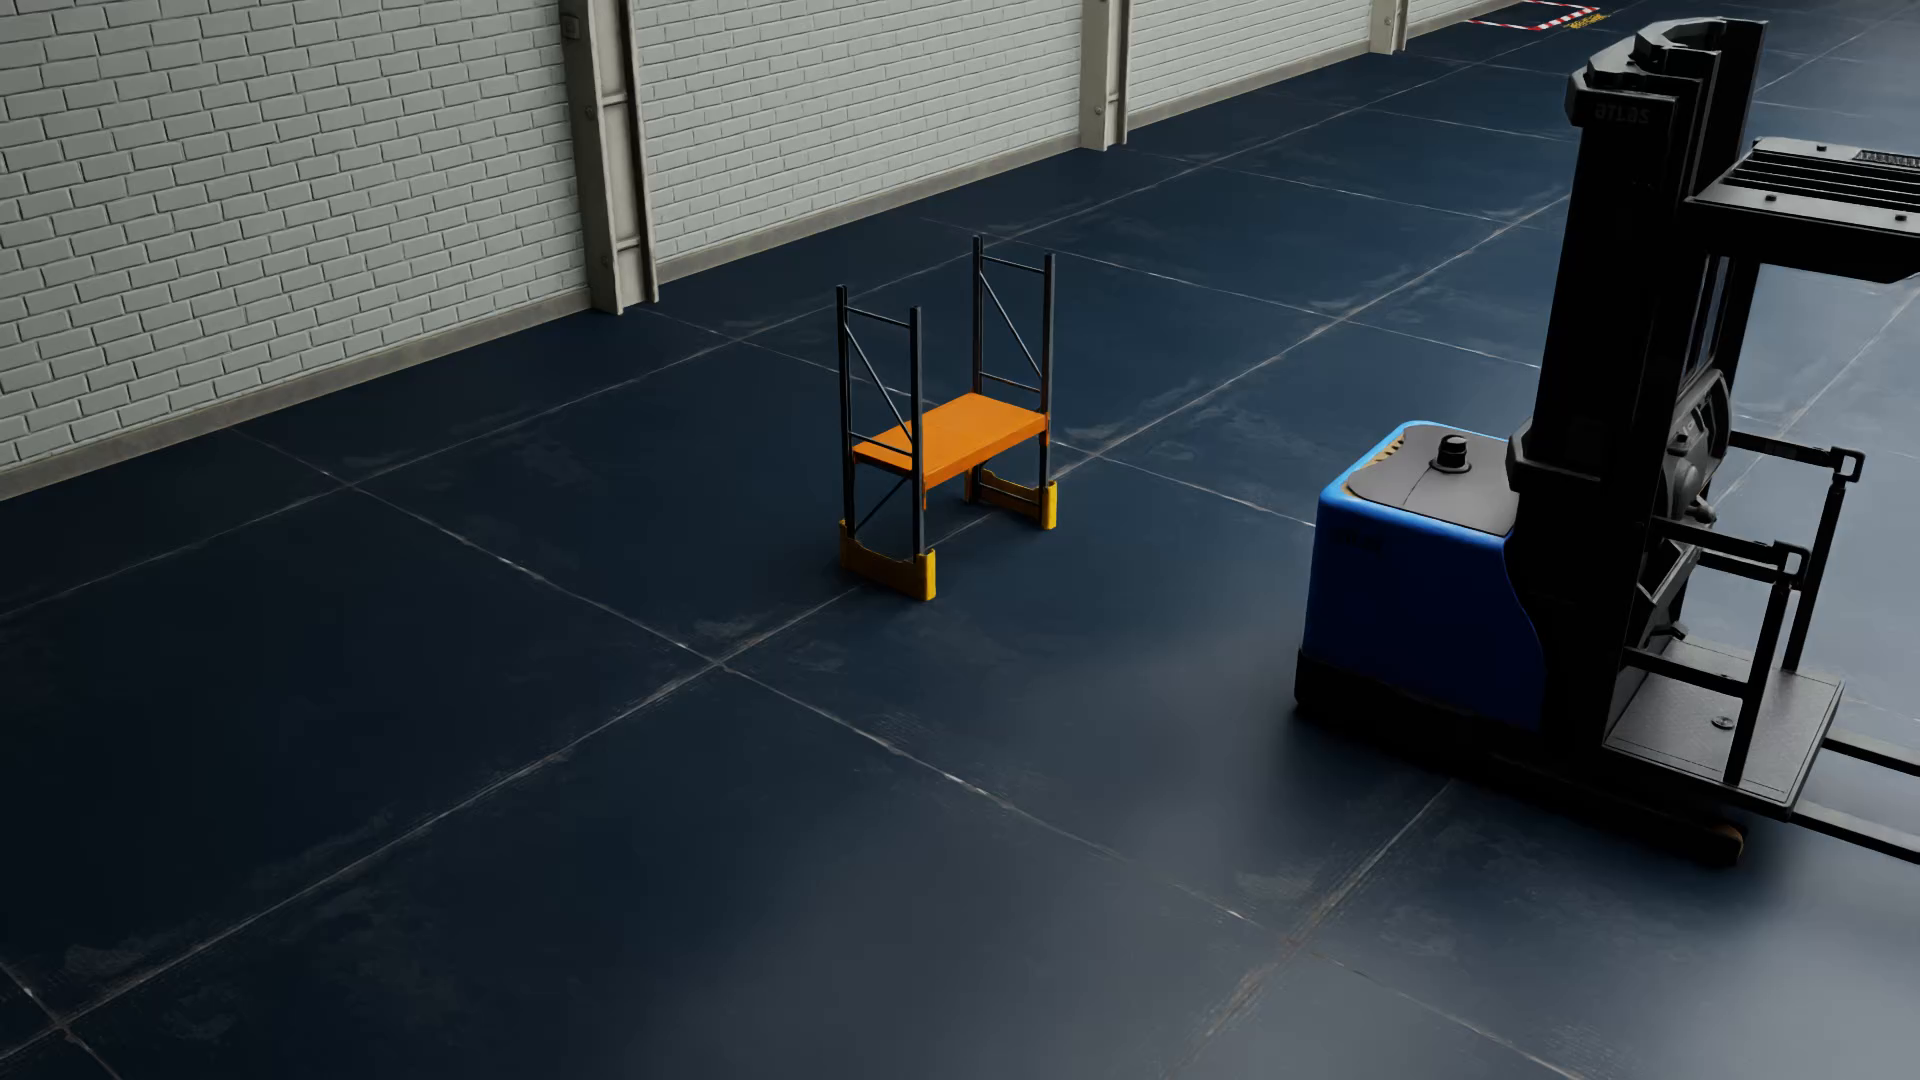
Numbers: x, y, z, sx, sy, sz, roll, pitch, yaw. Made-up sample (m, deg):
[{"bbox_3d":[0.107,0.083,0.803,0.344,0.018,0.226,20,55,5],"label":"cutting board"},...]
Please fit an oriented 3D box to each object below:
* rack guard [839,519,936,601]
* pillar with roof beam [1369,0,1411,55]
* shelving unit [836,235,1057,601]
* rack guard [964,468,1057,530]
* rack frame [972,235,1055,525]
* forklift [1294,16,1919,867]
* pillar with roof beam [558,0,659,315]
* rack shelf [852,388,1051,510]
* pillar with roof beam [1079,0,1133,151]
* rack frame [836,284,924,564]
[{"bbox_3d":[-0.365,0.093,8.299,0.587,0.250,0.087,21,34,34],"label":"rack guard"},{"bbox_3d":[8.523,-8.712,15.797,9.100,9.000,0.400,21,34,34],"label":"pillar with roof beam"},{"bbox_3d":[-0.048,-0.639,8.353,0.587,1.500,1.083,21,34,34],"label":"shelving unit"},{"bbox_3d":[0.268,-0.261,8.982,0.587,0.250,0.087,21,34,34],"label":"rack guard"},{"bbox_3d":[0.269,-0.816,8.695,0.500,1.500,0.032,21,34,34],"label":"rack frame"},{"bbox_3d":[2.956,-0.333,6.204,3.031,2.935,1.130,18,32,31],"label":"forklift"},{"bbox_3d":[0.890,-4.457,7.572,9.100,9.000,0.400,21,34,34],"label":"pillar with roof beam"},{"bbox_3d":[-0.054,-0.476,8.430,0.538,0.185,1.000,21,34,34],"label":"rack shelf"},{"bbox_3d":[4.706,-6.585,11.684,9.100,9.000,0.400,21,34,34],"label":"pillar with roof beam"},{"bbox_3d":[-0.378,-0.456,7.999,0.500,1.500,0.032,21,34,34],"label":"rack frame"}]
